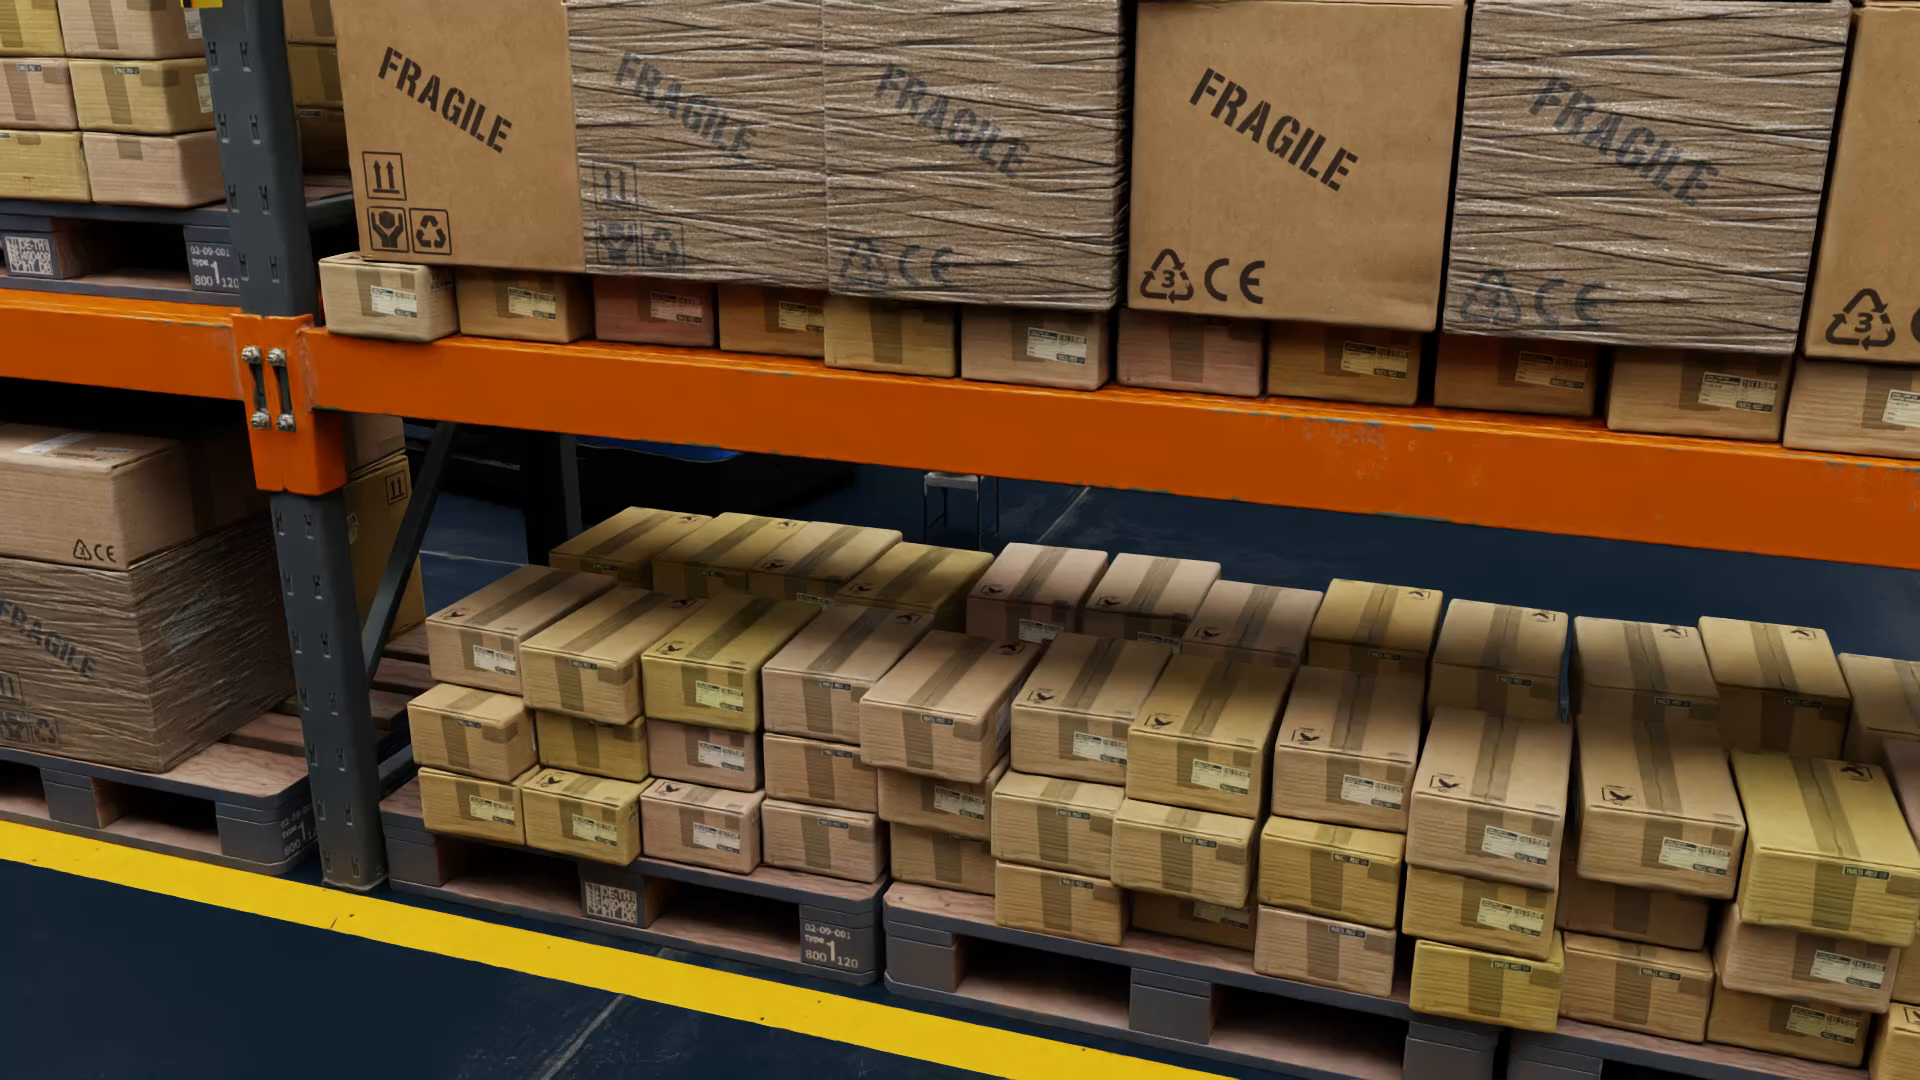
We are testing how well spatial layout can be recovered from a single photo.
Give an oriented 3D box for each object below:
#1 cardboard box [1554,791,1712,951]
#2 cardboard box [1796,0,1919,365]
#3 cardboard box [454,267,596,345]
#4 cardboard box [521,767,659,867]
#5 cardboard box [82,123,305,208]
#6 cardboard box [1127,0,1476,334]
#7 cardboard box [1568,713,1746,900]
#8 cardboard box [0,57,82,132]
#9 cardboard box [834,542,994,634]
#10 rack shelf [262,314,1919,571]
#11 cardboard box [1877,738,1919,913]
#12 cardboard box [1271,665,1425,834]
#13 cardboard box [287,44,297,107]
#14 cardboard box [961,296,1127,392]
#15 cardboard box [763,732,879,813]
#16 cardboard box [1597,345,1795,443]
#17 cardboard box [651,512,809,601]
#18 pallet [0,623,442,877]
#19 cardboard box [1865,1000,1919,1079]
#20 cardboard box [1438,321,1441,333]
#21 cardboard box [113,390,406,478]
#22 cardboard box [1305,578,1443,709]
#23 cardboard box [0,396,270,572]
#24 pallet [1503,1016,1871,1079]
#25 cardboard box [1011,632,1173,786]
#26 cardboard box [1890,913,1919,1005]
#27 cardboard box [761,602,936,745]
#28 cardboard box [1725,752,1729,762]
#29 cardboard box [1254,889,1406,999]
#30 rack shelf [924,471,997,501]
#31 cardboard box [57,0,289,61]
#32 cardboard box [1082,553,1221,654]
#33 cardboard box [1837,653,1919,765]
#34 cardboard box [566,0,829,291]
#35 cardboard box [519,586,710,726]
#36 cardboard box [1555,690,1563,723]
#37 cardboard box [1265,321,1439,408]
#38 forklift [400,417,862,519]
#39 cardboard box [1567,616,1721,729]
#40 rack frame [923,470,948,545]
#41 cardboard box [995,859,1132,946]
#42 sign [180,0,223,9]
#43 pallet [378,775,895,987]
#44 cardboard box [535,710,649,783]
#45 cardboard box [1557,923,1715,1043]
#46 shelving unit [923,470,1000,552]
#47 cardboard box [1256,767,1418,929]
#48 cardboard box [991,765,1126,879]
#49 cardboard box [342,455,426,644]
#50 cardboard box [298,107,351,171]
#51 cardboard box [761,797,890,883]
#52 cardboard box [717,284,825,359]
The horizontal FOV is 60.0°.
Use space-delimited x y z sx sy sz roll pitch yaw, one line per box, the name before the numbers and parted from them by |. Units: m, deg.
cardboard box | 1.240 0.582 3.091 0.250 0.149 0.380 6 20 17
cardboard box | 1.550 -0.554 2.504 0.500 0.500 0.500 6 20 17
cardboard box | -0.806 -0.517 3.383 0.250 0.149 0.380 7 20 20
cardboard box | -0.744 0.543 3.654 0.250 0.149 0.380 7 20 20
cardboard box | -1.674 -0.834 3.654 0.250 0.149 0.380 6 20 17
cardboard box | 0.601 -0.663 2.817 0.500 0.500 0.500 8 21 21
cardboard box | 1.232 0.467 2.969 0.250 0.149 0.380 6 20 16
cardboard box | -1.924 -1.002 3.686 0.250 0.149 0.380 7 20 18
cardboard box | -0.101 0.144 3.895 0.250 0.149 0.380 7 20 20
rack shelf | 0.655 -0.217 3.234 4.000 0.370 1.077 7 20 18
cardboard box | 1.743 0.503 2.865 0.250 0.149 0.380 7 20 19
cardboard box | 0.748 0.392 3.183 0.250 0.149 0.380 6 20 16
cardboard box | -1.701 -1.206 4.270 0.250 0.149 0.380 6 20 17
cardboard box | 0.186 -0.394 3.032 0.250 0.149 0.380 7 21 20
cardboard box | -0.232 0.418 3.561 0.250 0.149 0.380 5 20 15
cardboard box | 1.191 -0.288 2.727 0.250 0.149 0.380 6 20 16
cardboard box | -0.558 0.067 4.116 0.250 0.149 0.380 7 20 19
pallet | -1.970 0.461 4.434 1.213 0.211 1.003 7 20 18
cardboard box | 1.702 0.819 2.862 0.250 0.149 0.380 7 20 20
cardboard box | 0.856 -0.511 3.368 0.250 0.149 0.380 7 21 20
cardboard box | -1.846 -0.307 4.419 0.500 0.250 0.500 6 20 16
cardboard box | 0.911 0.228 3.654 0.250 0.149 0.380 7 20 19
cardboard box | -2.021 -0.146 3.960 0.500 0.250 0.500 6 20 17
pallet | 1.717 0.869 3.262 1.213 0.211 1.003 7 20 18
cardboard box | 0.271 0.334 3.350 0.250 0.149 0.380 6 20 16
cardboard box | 1.723 0.654 2.885 0.250 0.149 0.380 6 20 17
cardboard box | -0.227 0.277 3.513 0.250 0.149 0.380 6 20 17
cardboard box | 1.633 0.484 3.371 0.250 0.149 0.380 7 20 19
cardboard box | 0.730 0.697 3.212 0.250 0.149 0.380 7 20 19
rack shelf | 0.008 -0.223 5.996 0.200 0.077 0.258 7 20 18
cardboard box | -1.677 -1.116 3.560 0.250 0.149 0.380 8 21 21
cardboard box | 0.443 0.170 3.821 0.250 0.149 0.380 6 20 16
cardboard box | 1.861 0.372 3.242 0.250 0.149 0.380 7 20 19
cardboard box | -0.379 -0.777 3.145 0.500 0.500 0.500 7 20 18
cardboard box | -0.736 0.244 3.608 0.250 0.149 0.380 8 21 21
cardboard box | 1.145 0.424 3.544 0.250 0.149 0.380 6 20 15
cardboard box | 0.700 -0.359 2.932 0.250 0.149 0.380 7 20 19
forklift | -1.910 -1.758 6.665 3.031 2.935 1.130 11 22 29
cardboard box | 1.404 0.304 3.437 0.250 0.149 0.380 6 20 15
rack frame | -0.088 -0.435 5.957 0.006 0.900 0.240 7 20 18
cardboard box | 0.243 0.642 3.370 0.250 0.149 0.380 6 20 17
sign | -1.413 -1.146 3.049 0.005 0.325 0.100 7 20 18
pallet | -0.588 0.606 4.018 1.213 0.211 1.003 7 20 18
cardboard box | -0.728 0.373 3.690 0.250 0.149 0.380 7 20 18
cardboard box | 1.244 0.741 3.086 0.250 0.149 0.380 7 20 19
shelving unit | 0.008 -0.424 5.926 0.210 0.900 0.258 7 20 18
cardboard box | 0.731 0.558 3.160 0.250 0.149 0.380 8 21 21
cardboard box | 0.237 0.502 3.320 0.250 0.149 0.380 6 20 18
cardboard box | -1.845 0.047 4.543 0.500 0.500 0.500 7 21 20
cardboard box | -1.455 -1.038 4.240 0.250 0.149 0.380 6 20 15
cardboard box | -0.236 0.566 3.589 0.250 0.149 0.380 6 20 17
cardboard box | -0.282 -0.473 3.258 0.250 0.149 0.380 6 20 16
